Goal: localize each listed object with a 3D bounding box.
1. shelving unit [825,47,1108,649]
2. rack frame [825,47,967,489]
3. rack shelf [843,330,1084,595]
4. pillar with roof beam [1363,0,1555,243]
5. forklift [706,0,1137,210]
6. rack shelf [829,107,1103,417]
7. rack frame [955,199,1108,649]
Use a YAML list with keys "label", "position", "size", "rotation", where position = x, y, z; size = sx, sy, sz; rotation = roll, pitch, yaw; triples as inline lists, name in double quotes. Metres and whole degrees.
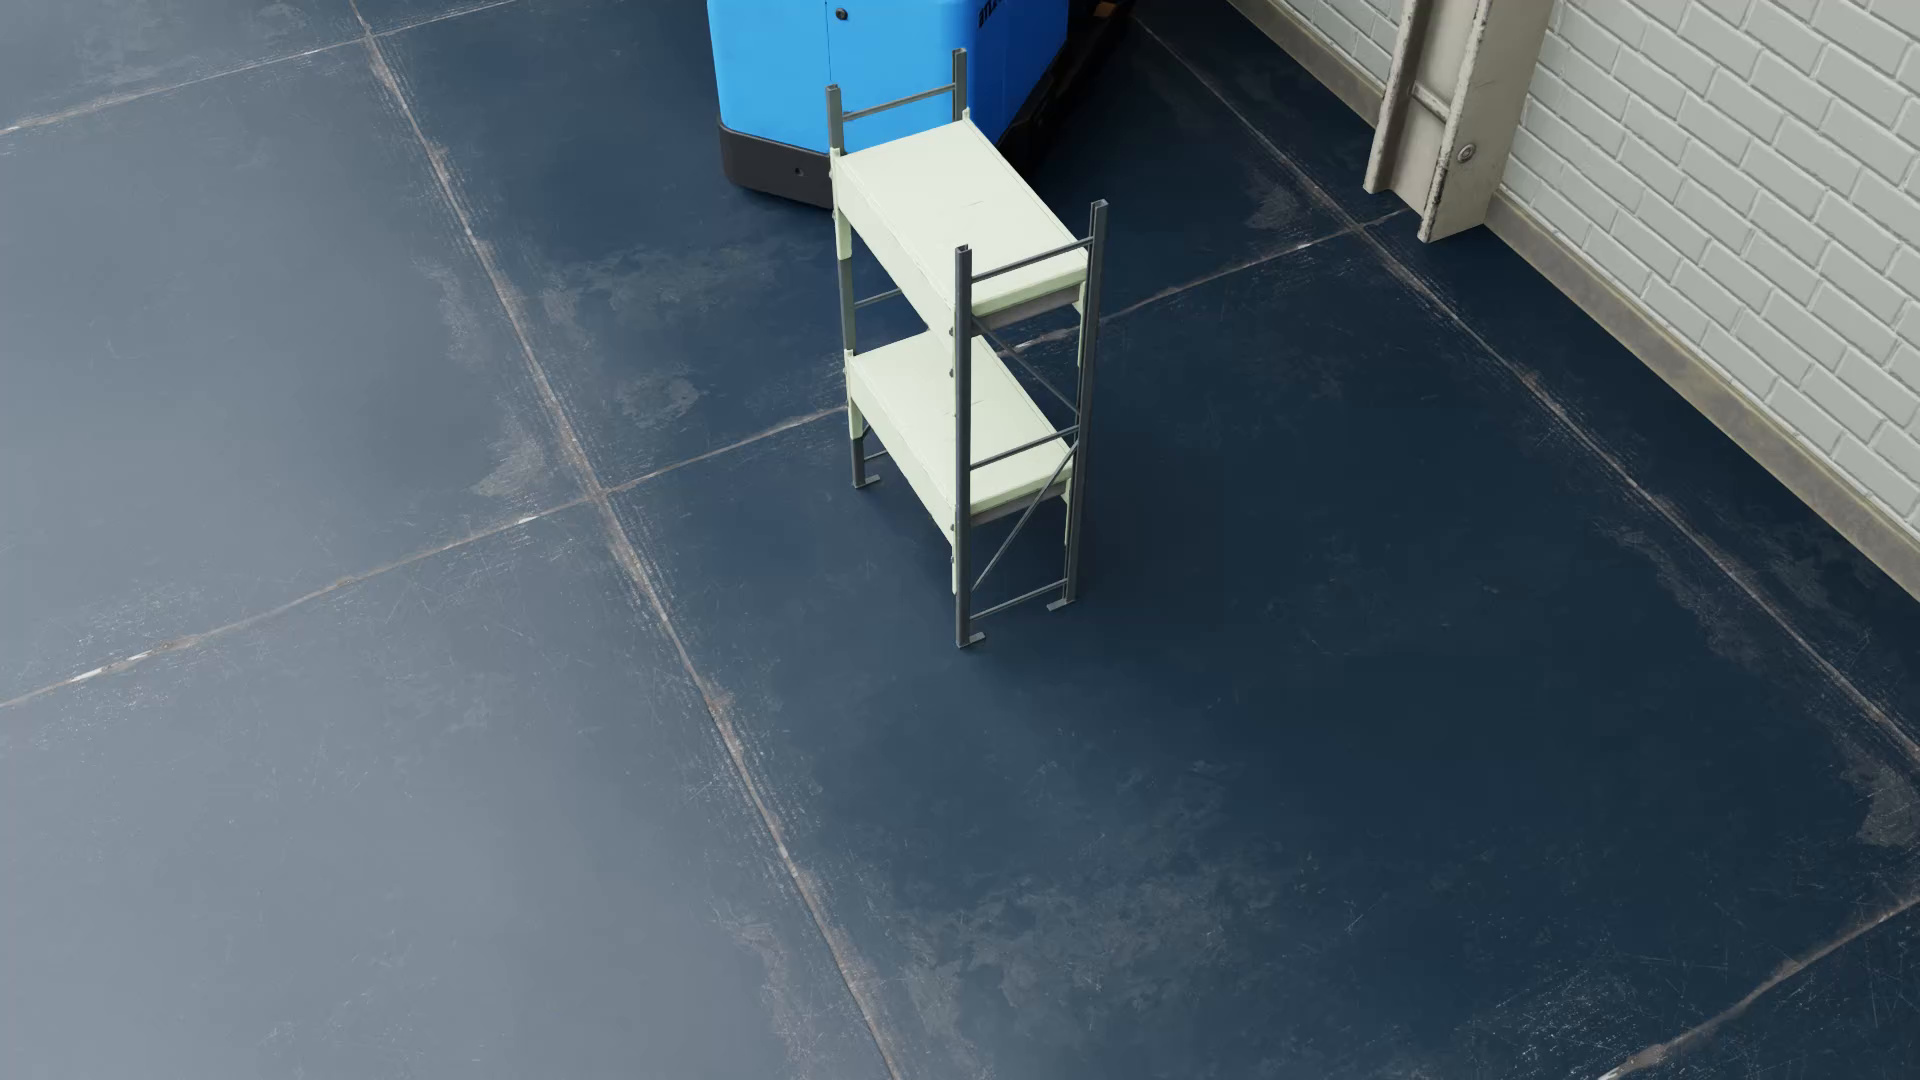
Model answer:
- label: "shelving unit"
  position: [0.003, -0.489, 4.682]
  size: [0.431, 1.500, 0.755]
  rotation: [-21, 52, -18]
- label: "rack frame"
  position: [-0.164, -0.734, 4.896]
  size: [0.400, 1.500, 0.023]
  rotation: [-21, 52, -18]
- label: "rack shelf"
  position: [0.003, -0.275, 4.927]
  size: [0.431, 0.370, 0.720]
  rotation: [-21, 52, -18]
- label: "pillar with roof beam"
  position: [-2.041, -2.773, 1.697]
  size: [9.100, 9.000, 0.400]
  rotation: [-21, 52, -18]
- label: "forklift"
  position: [0.123, -3.201, 6.103]
  size: [1.130, 2.935, 3.031]
  rotation: [17, 51, 15]
- label: "rack shelf"
  position: [0.003, -0.746, 4.388]
  size: [0.431, 0.370, 0.720]
  rotation: [-21, 52, -18]
- label: "rack frame"
  position: [0.171, -0.244, 4.467]
  size: [0.400, 1.500, 0.023]
  rotation: [-21, 52, -18]
